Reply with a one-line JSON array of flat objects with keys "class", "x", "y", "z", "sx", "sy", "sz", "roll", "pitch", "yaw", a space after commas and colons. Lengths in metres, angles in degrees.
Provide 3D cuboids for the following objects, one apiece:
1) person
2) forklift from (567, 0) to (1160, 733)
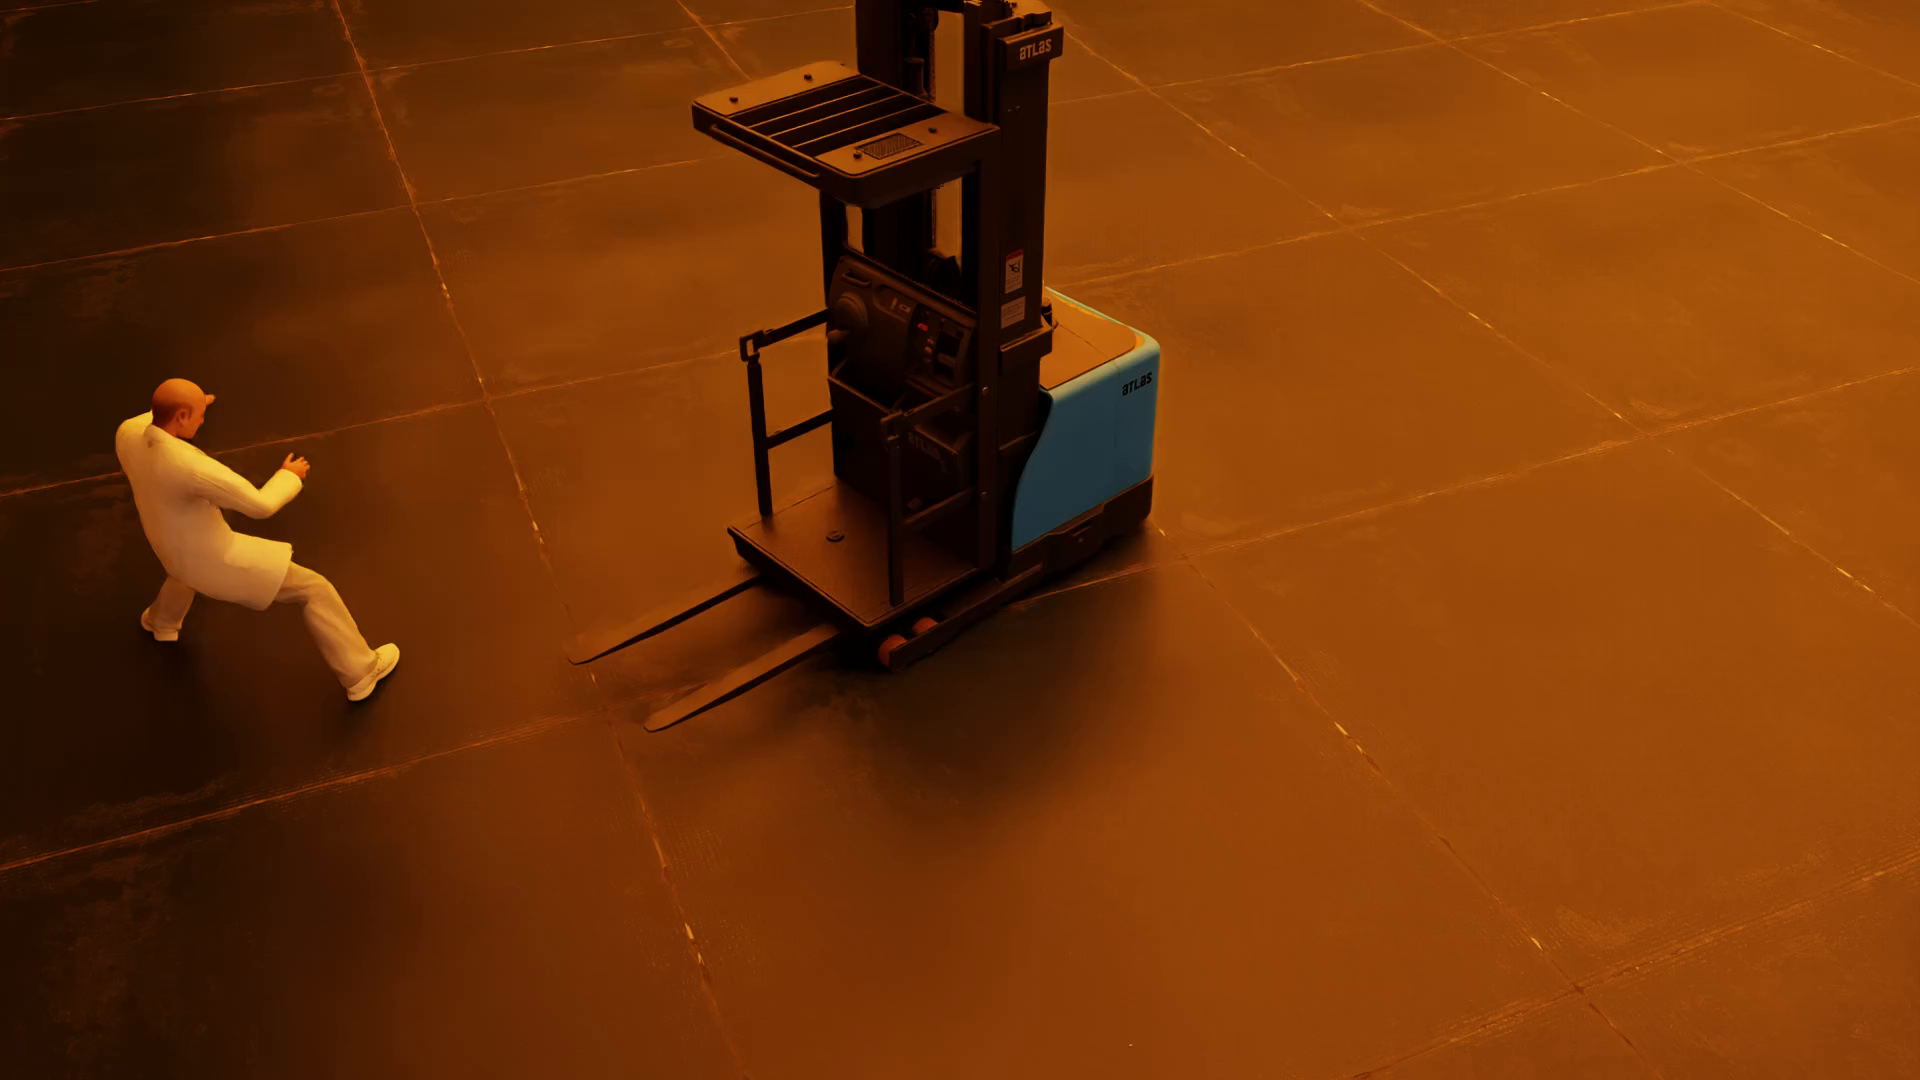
[{"class": "person", "x": -3.279, "y": -0.096, "z": 7.430, "sx": 1.309, "sy": 1.542, "sz": 0.715, "roll": 23, "pitch": 41, "yaw": 28}, {"class": "forklift", "x": -0.428, "y": -0.927, "z": 7.402, "sx": 3.031, "sy": 2.935, "sz": 1.130, "roll": -28, "pitch": 44, "yaw": -33}]
